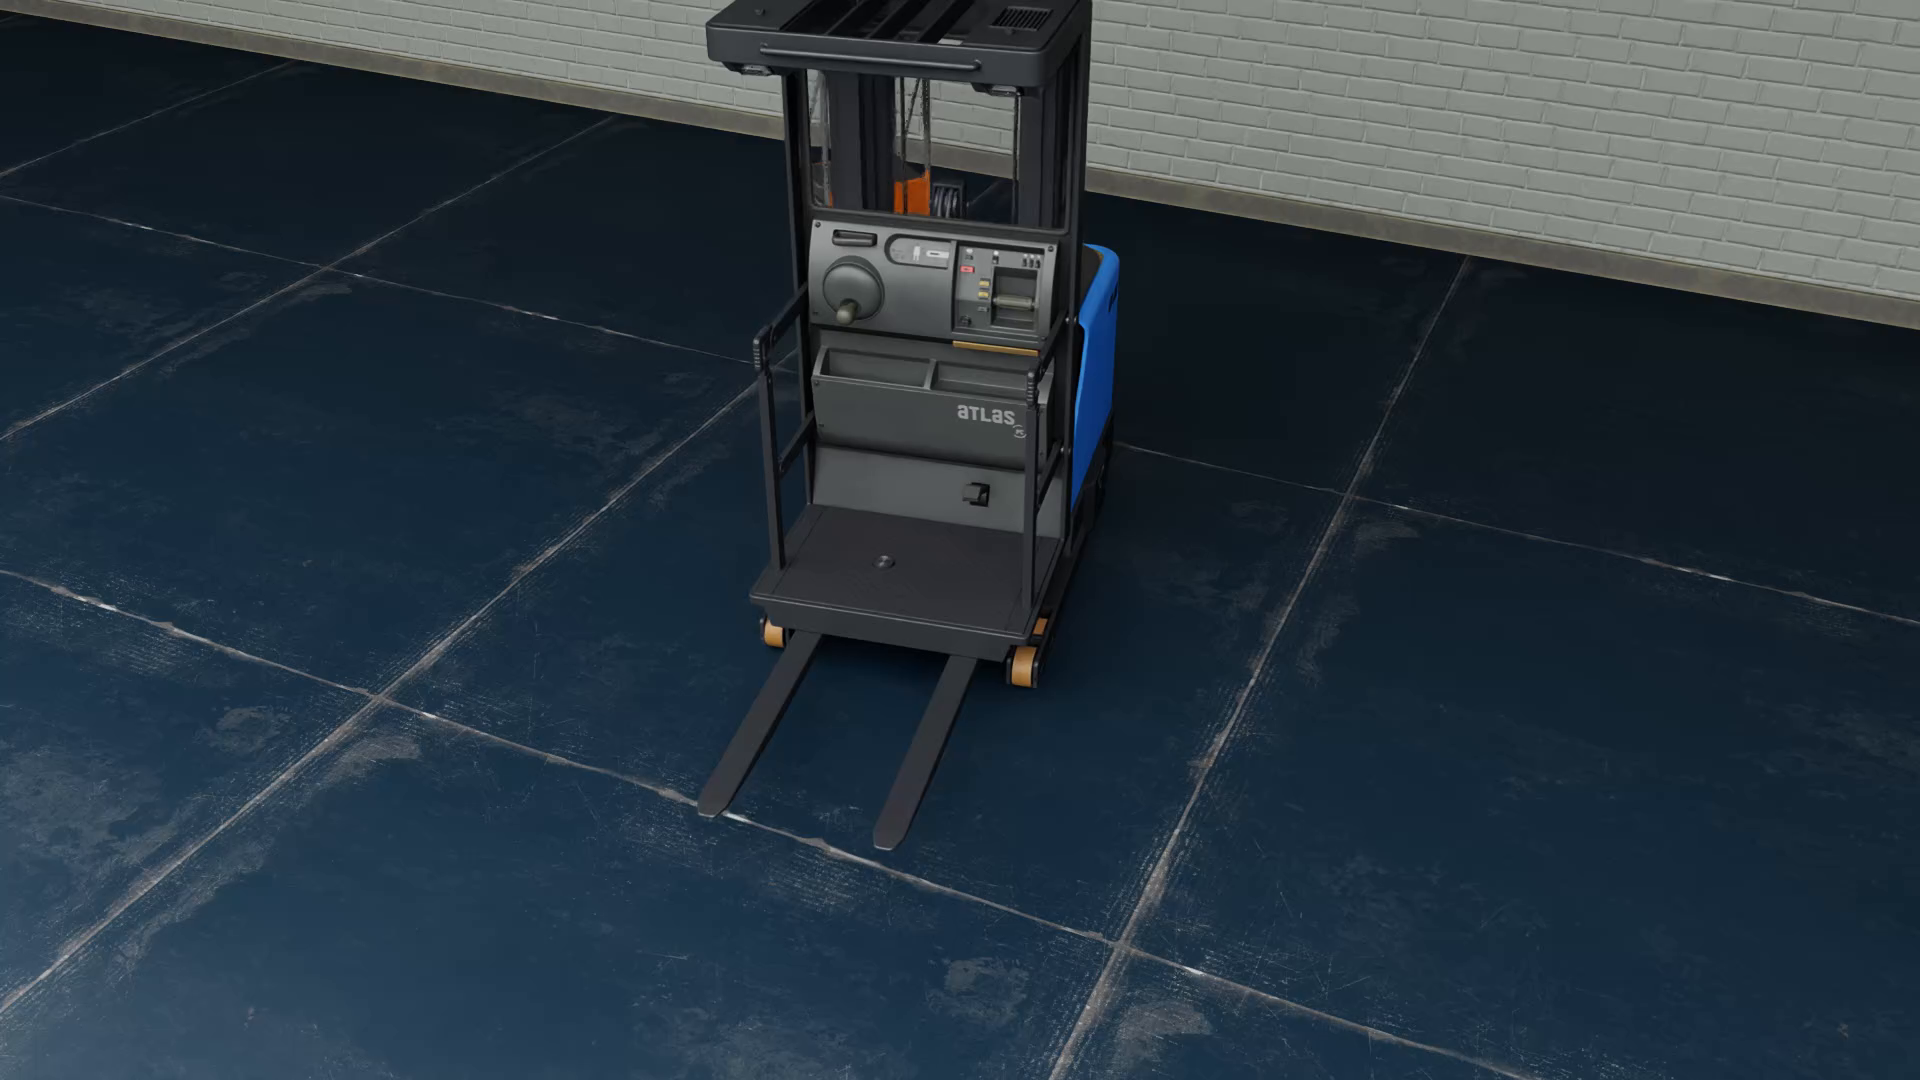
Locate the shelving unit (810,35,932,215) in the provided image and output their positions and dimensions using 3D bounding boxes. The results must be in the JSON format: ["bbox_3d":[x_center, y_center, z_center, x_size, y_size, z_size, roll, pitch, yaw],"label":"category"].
[{"bbox_3d":[-0.441,-1.478,7.588,0.503,2.100,0.431,-16,36,-23],"label":"shelving unit"}]

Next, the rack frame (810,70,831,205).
[{"bbox_3d":[-0.658,-1.417,7.495,0.015,2.100,0.400,-16,36,-23],"label":"rack frame"}]

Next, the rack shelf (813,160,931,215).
[{"bbox_3d":[-0.441,-1.467,7.595,0.480,0.518,0.431,-16,36,-23],"label":"rack shelf"}]

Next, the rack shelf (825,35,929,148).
[{"bbox_3d":[-0.442,-2.053,7.213,0.480,0.518,0.431,-16,36,-23],"label":"rack shelf"}]

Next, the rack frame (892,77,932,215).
[{"bbox_3d":[-0.224,-1.539,7.681,0.015,2.100,0.400,-16,36,-23],"label":"rack frame"}]

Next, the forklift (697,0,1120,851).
[{"bbox_3d":[-0.158,-0.894,5.940,1.130,2.935,3.031,8,34,12],"label":"forklift"}]
